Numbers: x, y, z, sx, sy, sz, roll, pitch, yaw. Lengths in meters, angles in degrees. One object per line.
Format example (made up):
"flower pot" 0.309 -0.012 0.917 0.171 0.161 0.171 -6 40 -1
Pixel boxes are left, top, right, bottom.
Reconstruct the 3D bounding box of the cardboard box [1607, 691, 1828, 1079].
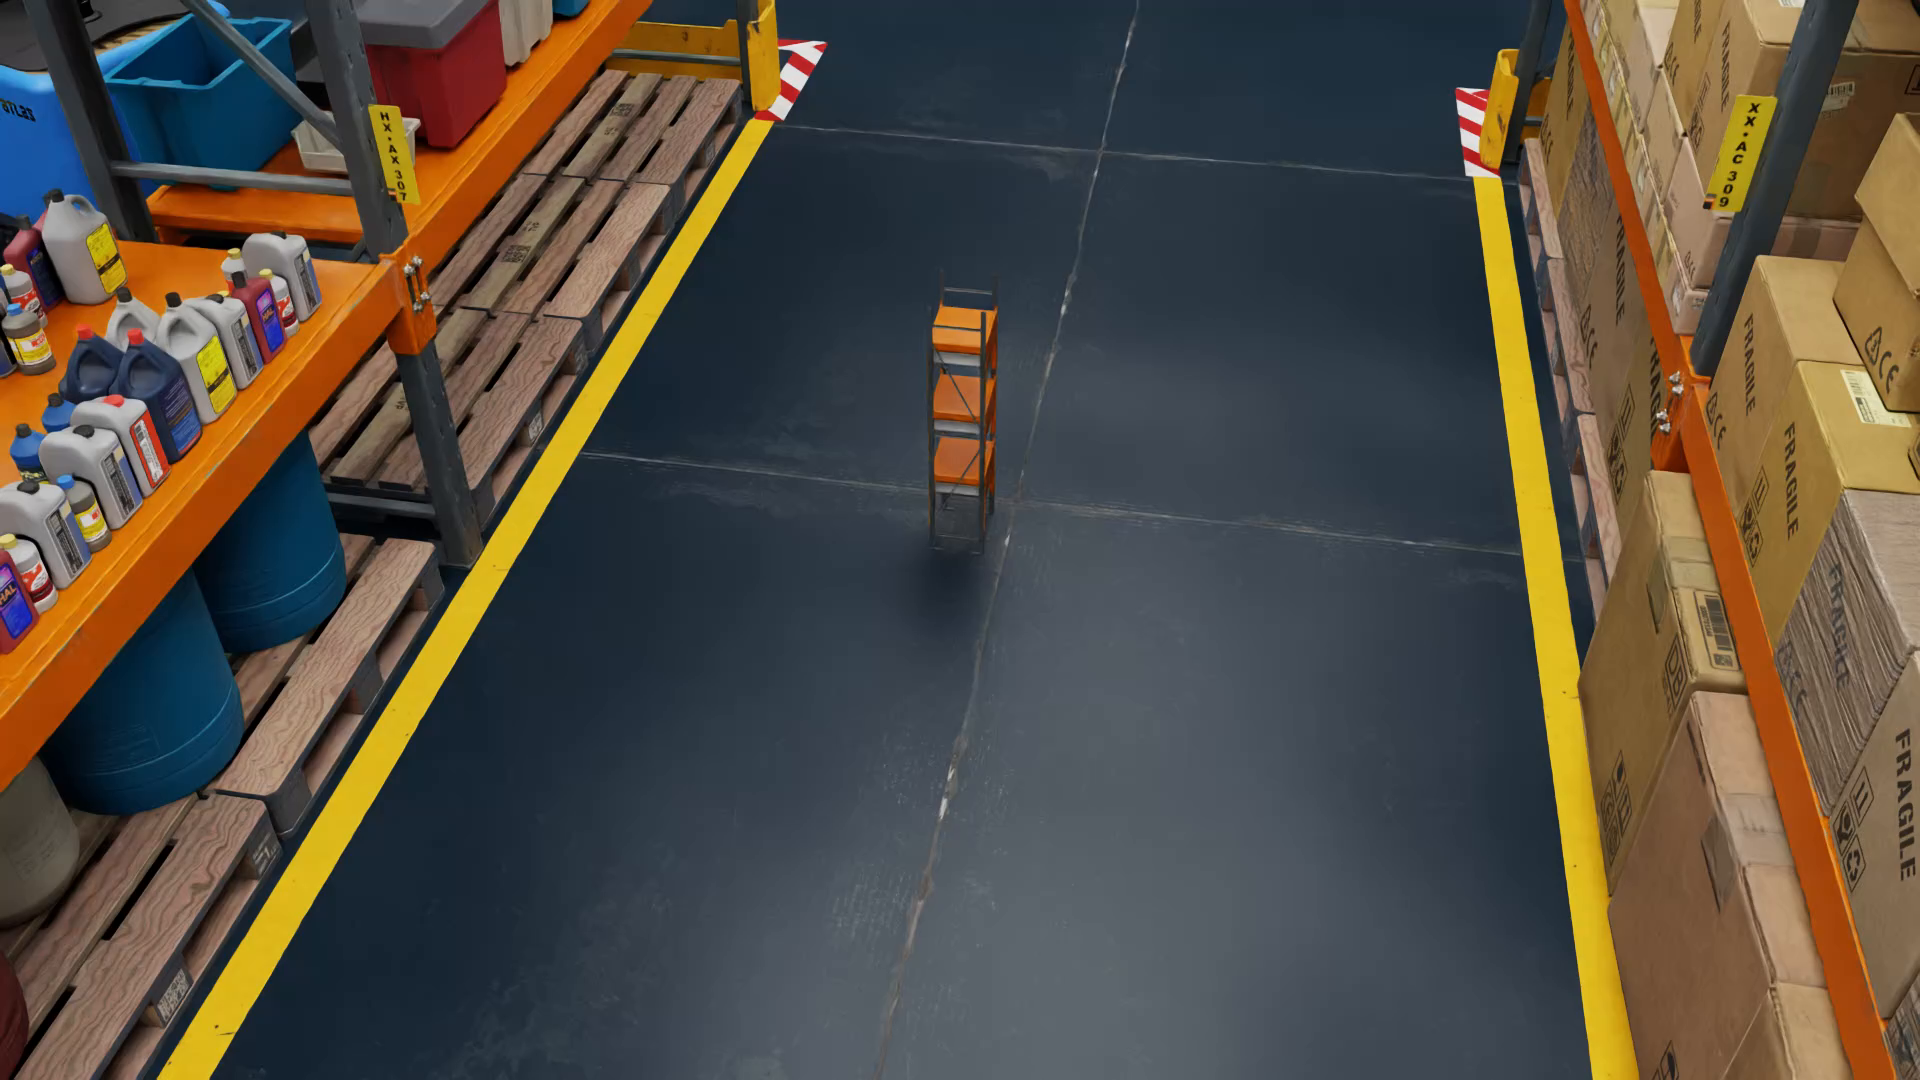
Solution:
"cardboard box" 2.356 1.030 3.988 1.225 0.875 0.875 5 40 6

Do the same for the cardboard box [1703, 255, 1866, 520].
"cardboard box" 2.275 -0.369 4.264 0.500 0.500 0.500 7 40 8

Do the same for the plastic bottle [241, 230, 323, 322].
"plastic bottle" -2.027 -0.807 4.969 0.152 0.276 0.135 6 40 8

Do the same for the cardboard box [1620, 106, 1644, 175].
"cardboard box" 2.508 -1.368 5.748 0.380 0.149 0.250 7 40 9

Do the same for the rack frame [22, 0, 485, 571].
"rack frame" -2.278 -1.138 5.272 1.000 3.000 0.127 6 40 8

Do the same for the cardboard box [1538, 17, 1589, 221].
"cardboard box" 3.261 -2.034 7.694 0.875 0.875 0.875 6 40 8

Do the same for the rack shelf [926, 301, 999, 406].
"rack shelf" 0.009 -0.649 5.782 0.215 0.259 0.240 6 40 8

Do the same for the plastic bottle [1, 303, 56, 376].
"plastic bottle" -2.670 -0.581 4.754 0.097 0.201 0.097 0 40 0

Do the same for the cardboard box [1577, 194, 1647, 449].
"cardboard box" 2.949 -0.905 6.328 0.875 0.875 0.875 6 40 8

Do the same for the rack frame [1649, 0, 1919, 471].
"rack frame" 2.601 -0.591 4.611 1.000 3.000 0.127 6 40 8

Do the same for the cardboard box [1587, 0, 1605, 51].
"cardboard box" 2.686 -2.011 6.526 0.380 0.149 0.250 6 40 7

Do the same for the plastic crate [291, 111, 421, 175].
"plastic crate" -2.056 -1.335 5.671 0.396 0.136 0.243 6 40 8

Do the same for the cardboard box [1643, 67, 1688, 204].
"cardboard box" 2.506 -1.279 5.328 0.500 0.250 0.500 8 40 9

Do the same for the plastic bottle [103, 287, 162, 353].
"plastic bottle" -2.256 -0.521 4.565 0.144 0.351 0.185 6 40 8

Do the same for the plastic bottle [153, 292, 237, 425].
"plastic bottle" -2.114 -0.506 4.546 0.144 0.351 0.185 6 40 8

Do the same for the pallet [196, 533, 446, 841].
"pallet" -2.452 0.417 5.580 1.003 0.211 1.213 6 40 8

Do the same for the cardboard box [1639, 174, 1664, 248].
"cardboard box" 2.420 -1.045 5.357 0.380 0.149 0.250 6 40 7

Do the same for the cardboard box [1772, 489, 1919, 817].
"cardboard box" 2.102 0.261 3.502 0.500 0.500 0.500 6 40 7

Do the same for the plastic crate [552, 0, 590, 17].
"plastic crate" -1.688 -2.289 6.749 0.416 0.233 0.300 6 40 8

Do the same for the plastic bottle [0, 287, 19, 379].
"plastic bottle" -2.796 -0.612 4.733 0.152 0.276 0.135 6 40 8

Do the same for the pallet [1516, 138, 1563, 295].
"pallet" 3.231 -1.517 7.919 1.003 0.211 1.213 6 40 8

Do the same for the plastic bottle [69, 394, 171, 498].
"plastic bottle" -2.178 -0.261 4.309 0.152 0.276 0.135 6 40 8

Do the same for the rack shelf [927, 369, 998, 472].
"rack shelf" 0.009 -0.430 5.963 0.215 0.259 0.240 6 40 8

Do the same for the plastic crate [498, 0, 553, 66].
"plastic crate" -1.832 -2.053 6.425 0.437 0.282 0.530 6 40 8

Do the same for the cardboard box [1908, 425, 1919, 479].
"cardboard box" 2.368 -0.185 3.254 0.797 0.503 0.637 7 40 8

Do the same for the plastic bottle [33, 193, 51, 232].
"plastic bottle" -2.761 -0.909 5.088 0.061 0.283 0.133 6 40 8

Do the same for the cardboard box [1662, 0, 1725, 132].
"cardboard box" 2.508 -1.569 5.090 0.500 0.500 0.500 7 40 8

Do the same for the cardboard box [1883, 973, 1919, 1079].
"cardboard box" 1.928 0.905 2.723 0.500 0.500 0.500 5 40 6

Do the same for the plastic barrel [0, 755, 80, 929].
"plastic barrel" -2.697 0.788 4.566 0.421 0.512 0.421 0 40 0

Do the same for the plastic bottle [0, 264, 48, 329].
"plastic bottle" -2.786 -0.720 4.922 0.097 0.201 0.097 0 40 0

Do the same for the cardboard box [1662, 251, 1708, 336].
"cardboard box" 2.331 -0.722 4.966 0.380 0.149 0.250 7 40 8

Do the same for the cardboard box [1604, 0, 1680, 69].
"cardboard box" 2.685 -1.917 6.099 0.500 0.250 0.500 6 40 7

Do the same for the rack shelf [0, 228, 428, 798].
"rack shelf" -2.624 0.395 3.983 1.077 0.370 4.000 6 40 8

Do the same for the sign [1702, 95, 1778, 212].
"sign" 2.054 -1.016 4.383 0.100 0.325 0.005 6 40 8

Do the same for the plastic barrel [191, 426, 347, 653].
"plastic barrel" -2.389 -0.151 5.396 0.600 0.901 0.708 6 40 8

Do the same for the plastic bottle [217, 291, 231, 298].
"plastic bottle" -2.104 -0.625 4.808 0.097 0.201 0.097 0 40 0

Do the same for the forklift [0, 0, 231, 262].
"forklift" -4.812 -2.924 7.487 3.031 2.935 1.130 20 44 23

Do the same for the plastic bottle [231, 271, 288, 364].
"plastic bottle" -2.023 -0.659 4.785 0.061 0.283 0.133 6 40 8

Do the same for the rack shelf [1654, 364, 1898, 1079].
"rack shelf" 2.254 0.941 3.322 1.077 0.370 4.000 6 40 8

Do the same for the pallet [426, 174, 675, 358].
"pallet" -1.980 -1.296 7.652 1.003 0.211 1.213 6 40 8

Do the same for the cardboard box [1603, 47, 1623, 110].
"cardboard box" 2.598 -1.688 6.135 0.380 0.149 0.250 7 40 8

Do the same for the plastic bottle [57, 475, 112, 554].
"plastic bottle" -2.194 -0.072 4.139 0.097 0.201 0.097 0 40 0

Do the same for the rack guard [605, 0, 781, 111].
"rack guard" -1.594 -2.701 9.125 1.175 0.500 0.348 6 40 8

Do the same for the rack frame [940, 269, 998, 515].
"rack frame" 0.030 -0.515 6.049 0.200 1.050 0.008 6 40 8

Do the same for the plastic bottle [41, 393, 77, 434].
"plastic bottle" -2.304 -0.261 4.313 0.097 0.271 0.097 0 40 0

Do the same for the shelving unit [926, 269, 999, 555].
"shelving unit" 0.009 -0.438 5.956 0.215 1.050 0.252 6 40 8

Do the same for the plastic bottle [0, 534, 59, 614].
"plastic bottle" -2.235 0.074 3.963 0.097 0.201 0.097 0 40 0

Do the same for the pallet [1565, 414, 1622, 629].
"pallet" 2.809 0.015 6.067 1.003 0.211 1.213 6 40 8
